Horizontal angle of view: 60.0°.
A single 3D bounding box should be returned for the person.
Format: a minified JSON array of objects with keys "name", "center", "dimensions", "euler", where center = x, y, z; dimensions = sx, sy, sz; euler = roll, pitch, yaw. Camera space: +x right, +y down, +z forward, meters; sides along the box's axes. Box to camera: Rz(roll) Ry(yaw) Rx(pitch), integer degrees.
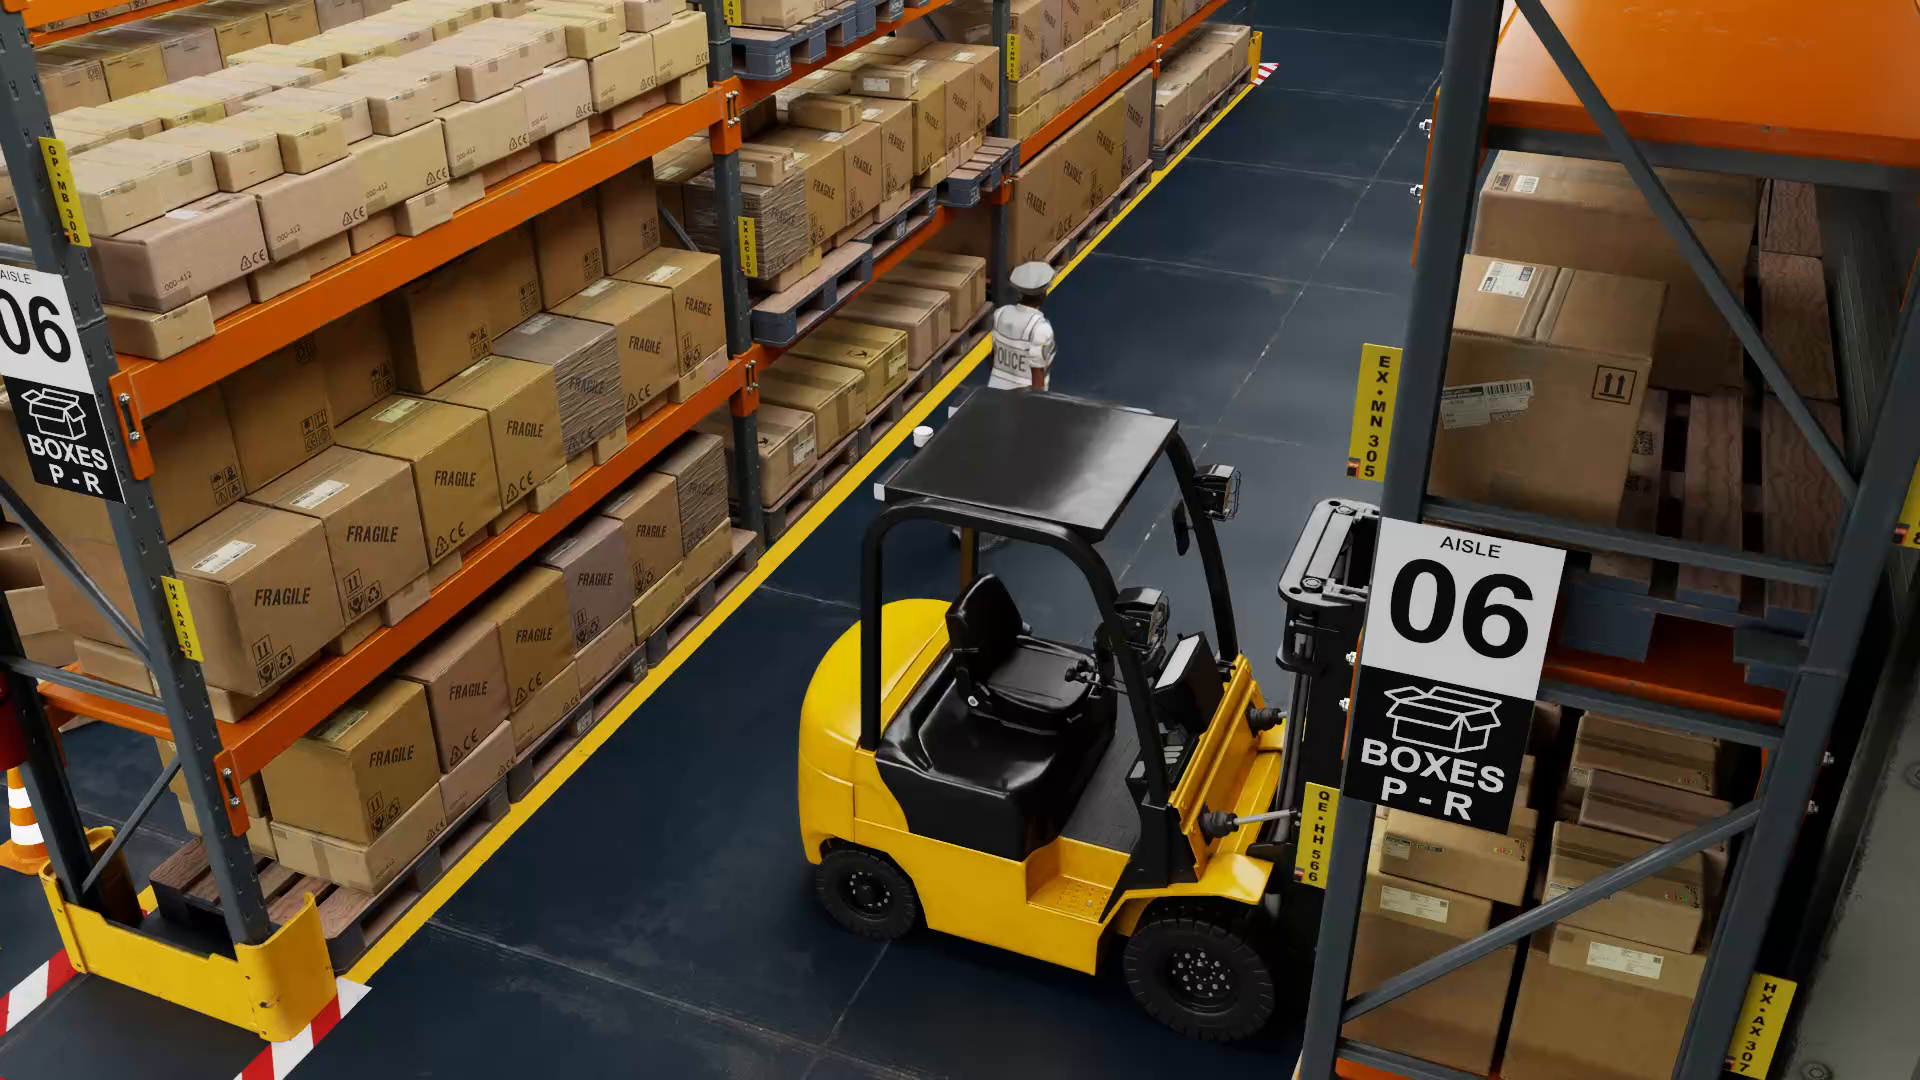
[{"name":"person","center":[0.339,-0.828,9.861],"dimensions":[0.488,1.617,0.946],"euler":[24,37,35]}]
